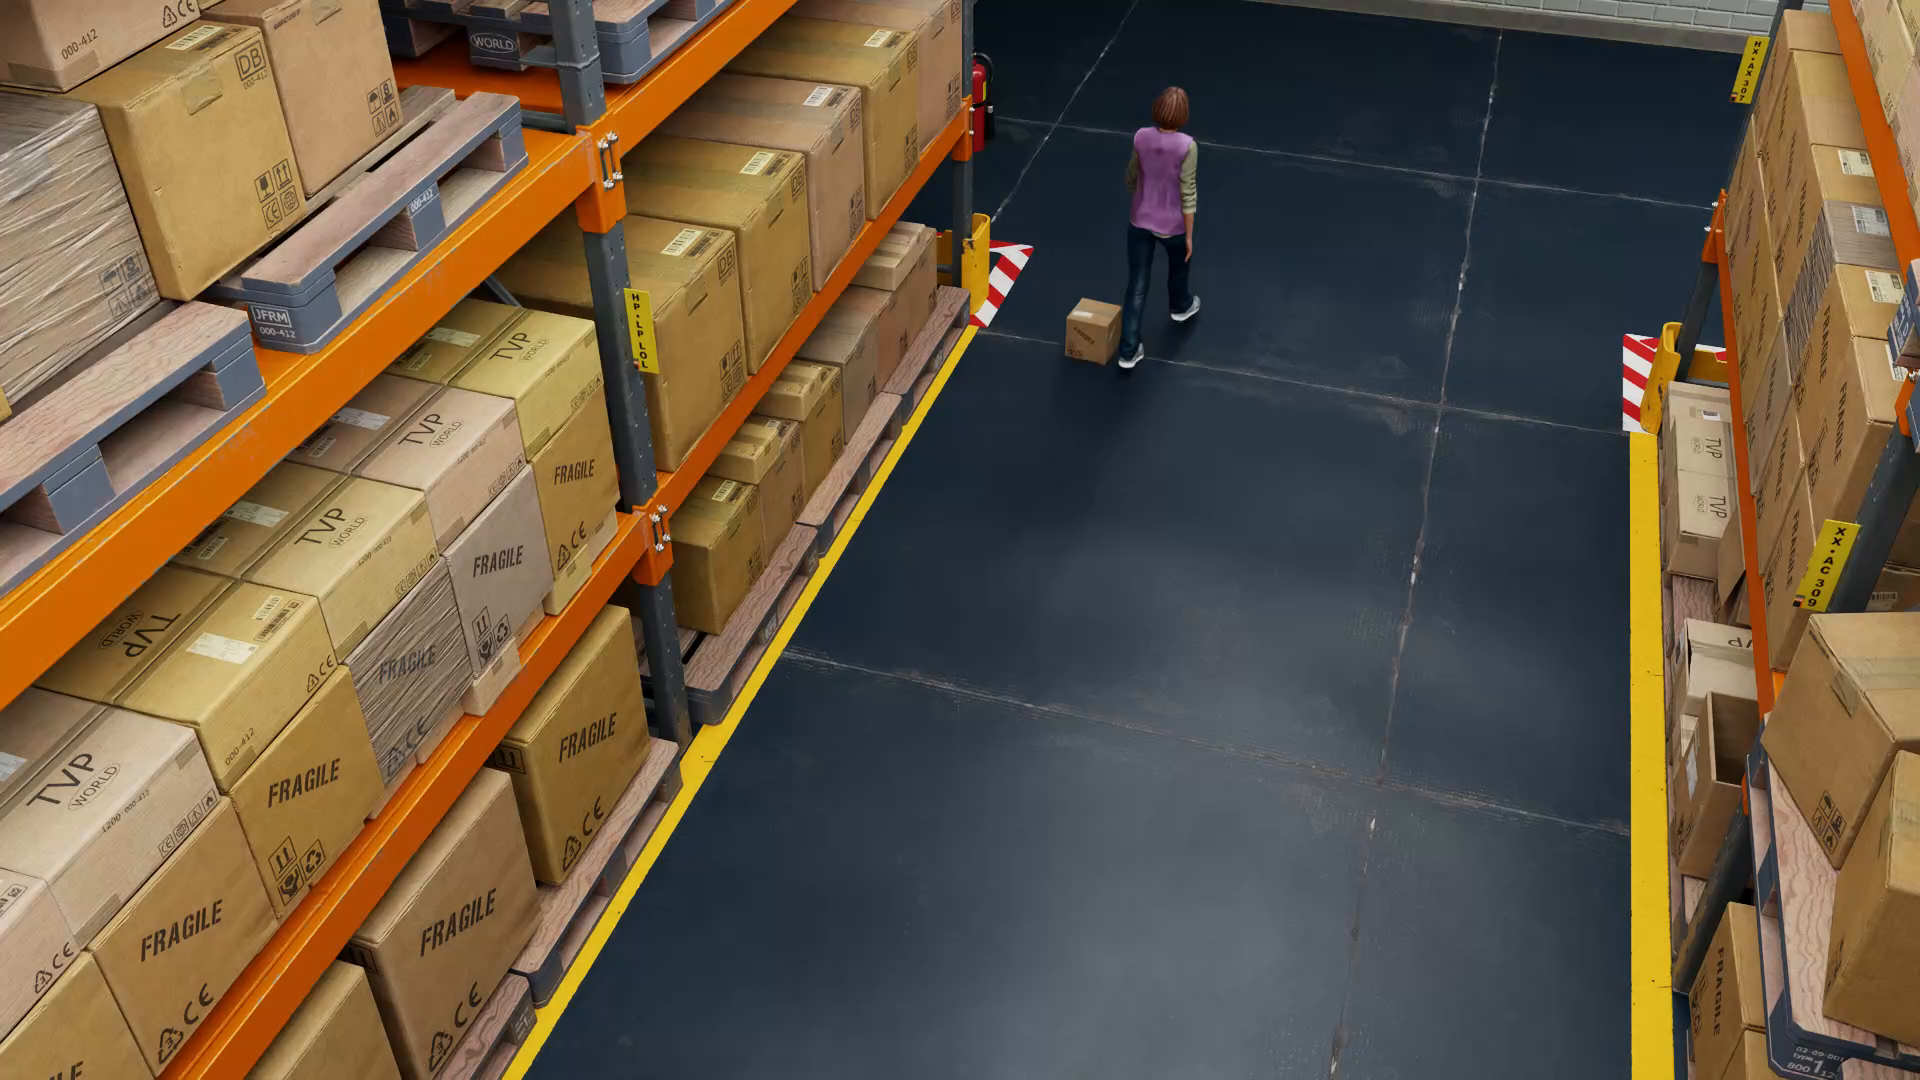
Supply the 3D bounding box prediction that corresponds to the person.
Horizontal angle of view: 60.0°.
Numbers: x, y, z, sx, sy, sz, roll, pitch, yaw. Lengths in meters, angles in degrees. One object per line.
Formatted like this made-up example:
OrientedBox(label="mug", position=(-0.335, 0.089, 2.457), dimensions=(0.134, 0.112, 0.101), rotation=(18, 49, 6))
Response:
OrientedBox(label="person", position=(1.152, -1.834, 9.274), dimensions=(0.440, 1.546, 0.925), rotation=(14, 40, 17))
